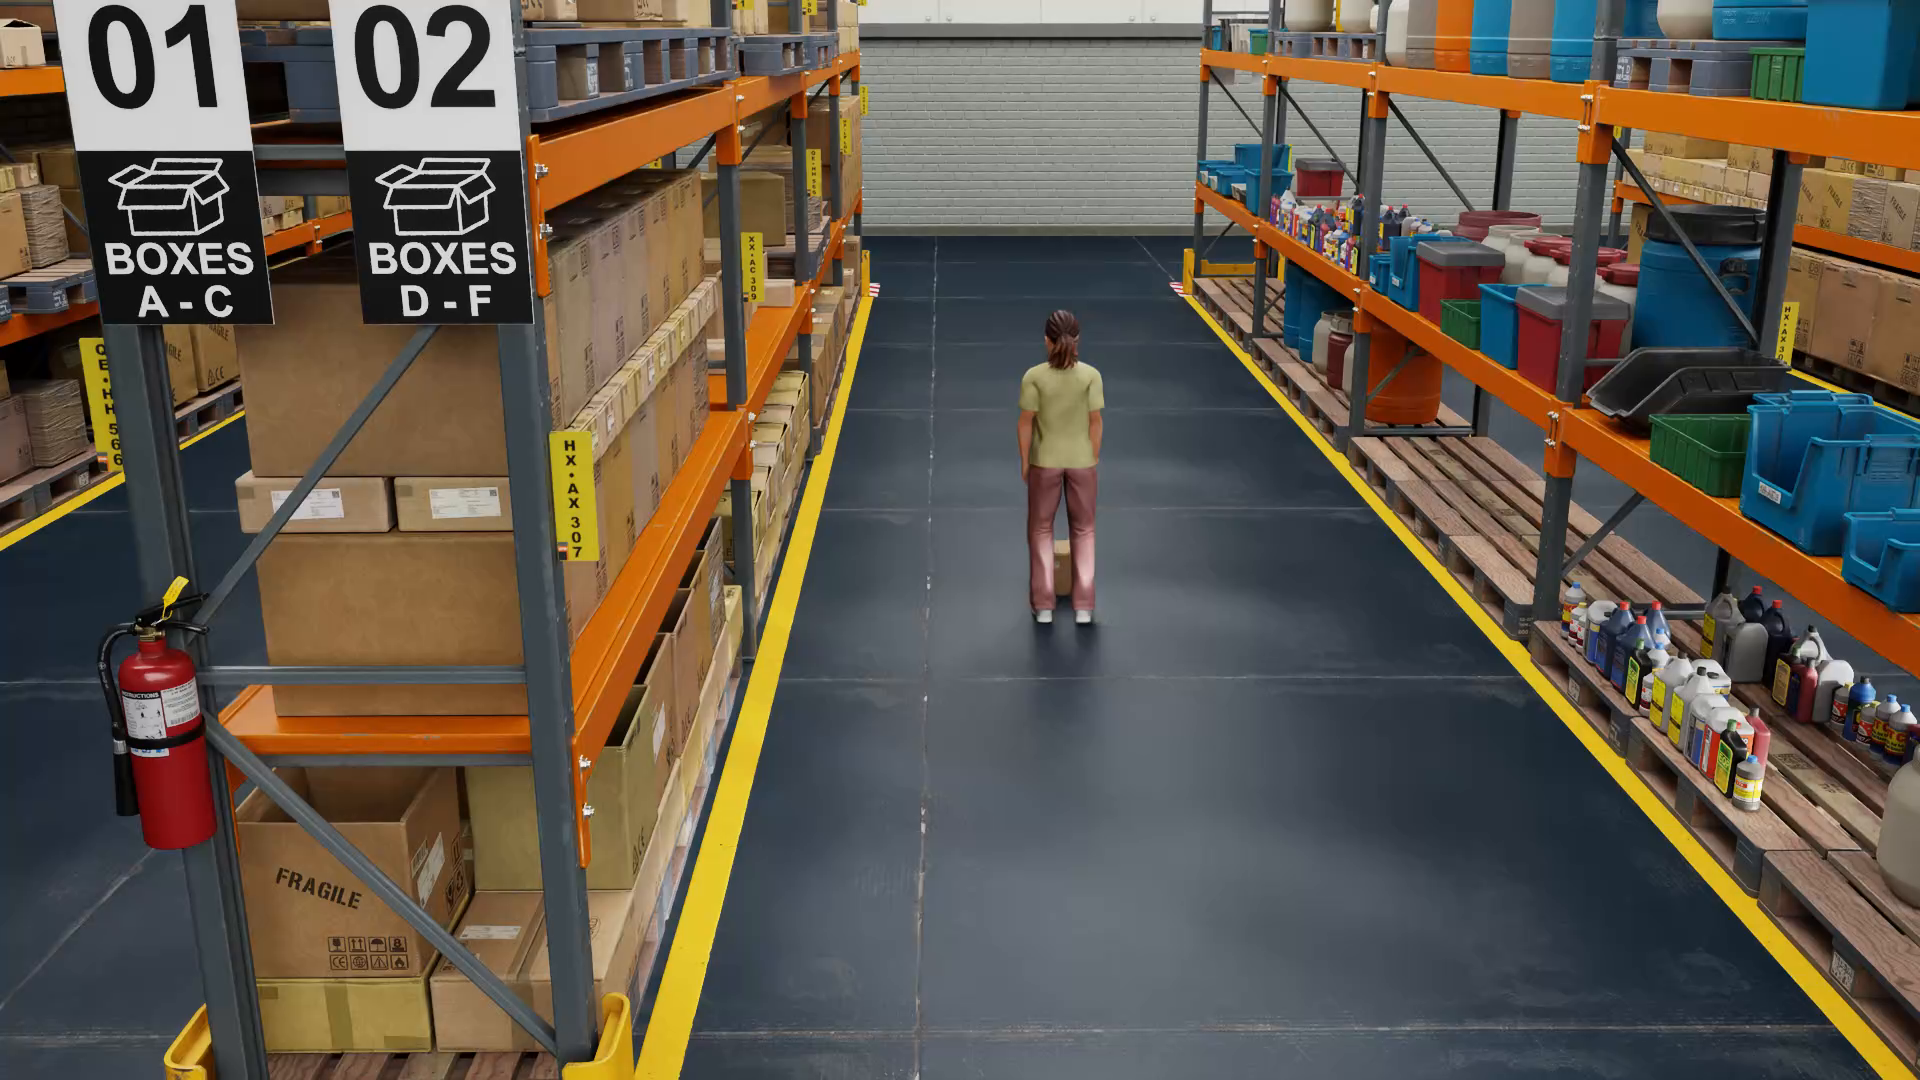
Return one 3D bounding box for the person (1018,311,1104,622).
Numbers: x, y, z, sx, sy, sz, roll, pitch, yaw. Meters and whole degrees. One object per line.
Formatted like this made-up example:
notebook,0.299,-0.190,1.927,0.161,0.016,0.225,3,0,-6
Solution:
person,0.526,-0.373,8.784,0.450,1.672,0.359,0,17,0
